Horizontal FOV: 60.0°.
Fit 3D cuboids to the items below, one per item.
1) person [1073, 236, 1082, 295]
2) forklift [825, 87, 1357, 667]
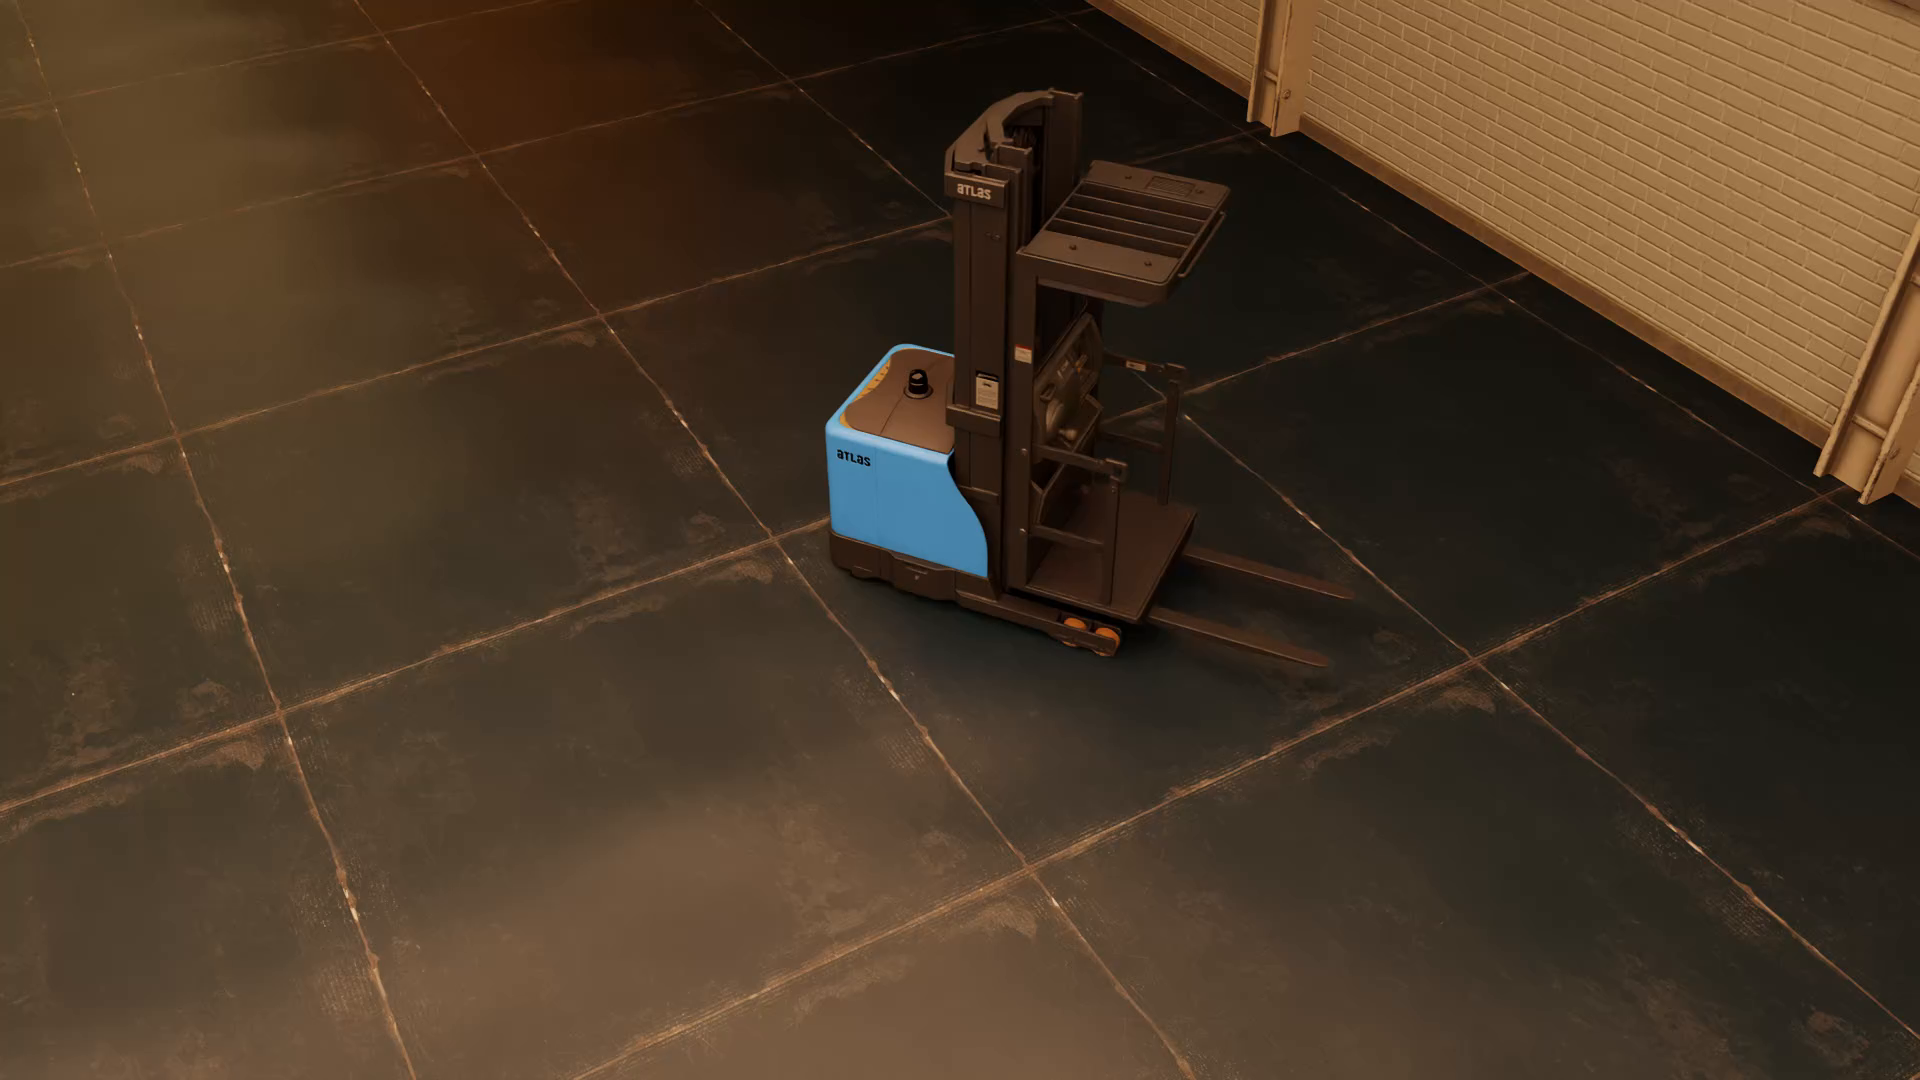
[{"bbox_3d":[0.723,-1.285,10.680,0.903,1.536,1.053,-1,40,-1],"label":"person"},{"bbox_3d":[0.777,-0.850,9.061,3.031,2.935,1.130,16,42,18],"label":"forklift"}]
